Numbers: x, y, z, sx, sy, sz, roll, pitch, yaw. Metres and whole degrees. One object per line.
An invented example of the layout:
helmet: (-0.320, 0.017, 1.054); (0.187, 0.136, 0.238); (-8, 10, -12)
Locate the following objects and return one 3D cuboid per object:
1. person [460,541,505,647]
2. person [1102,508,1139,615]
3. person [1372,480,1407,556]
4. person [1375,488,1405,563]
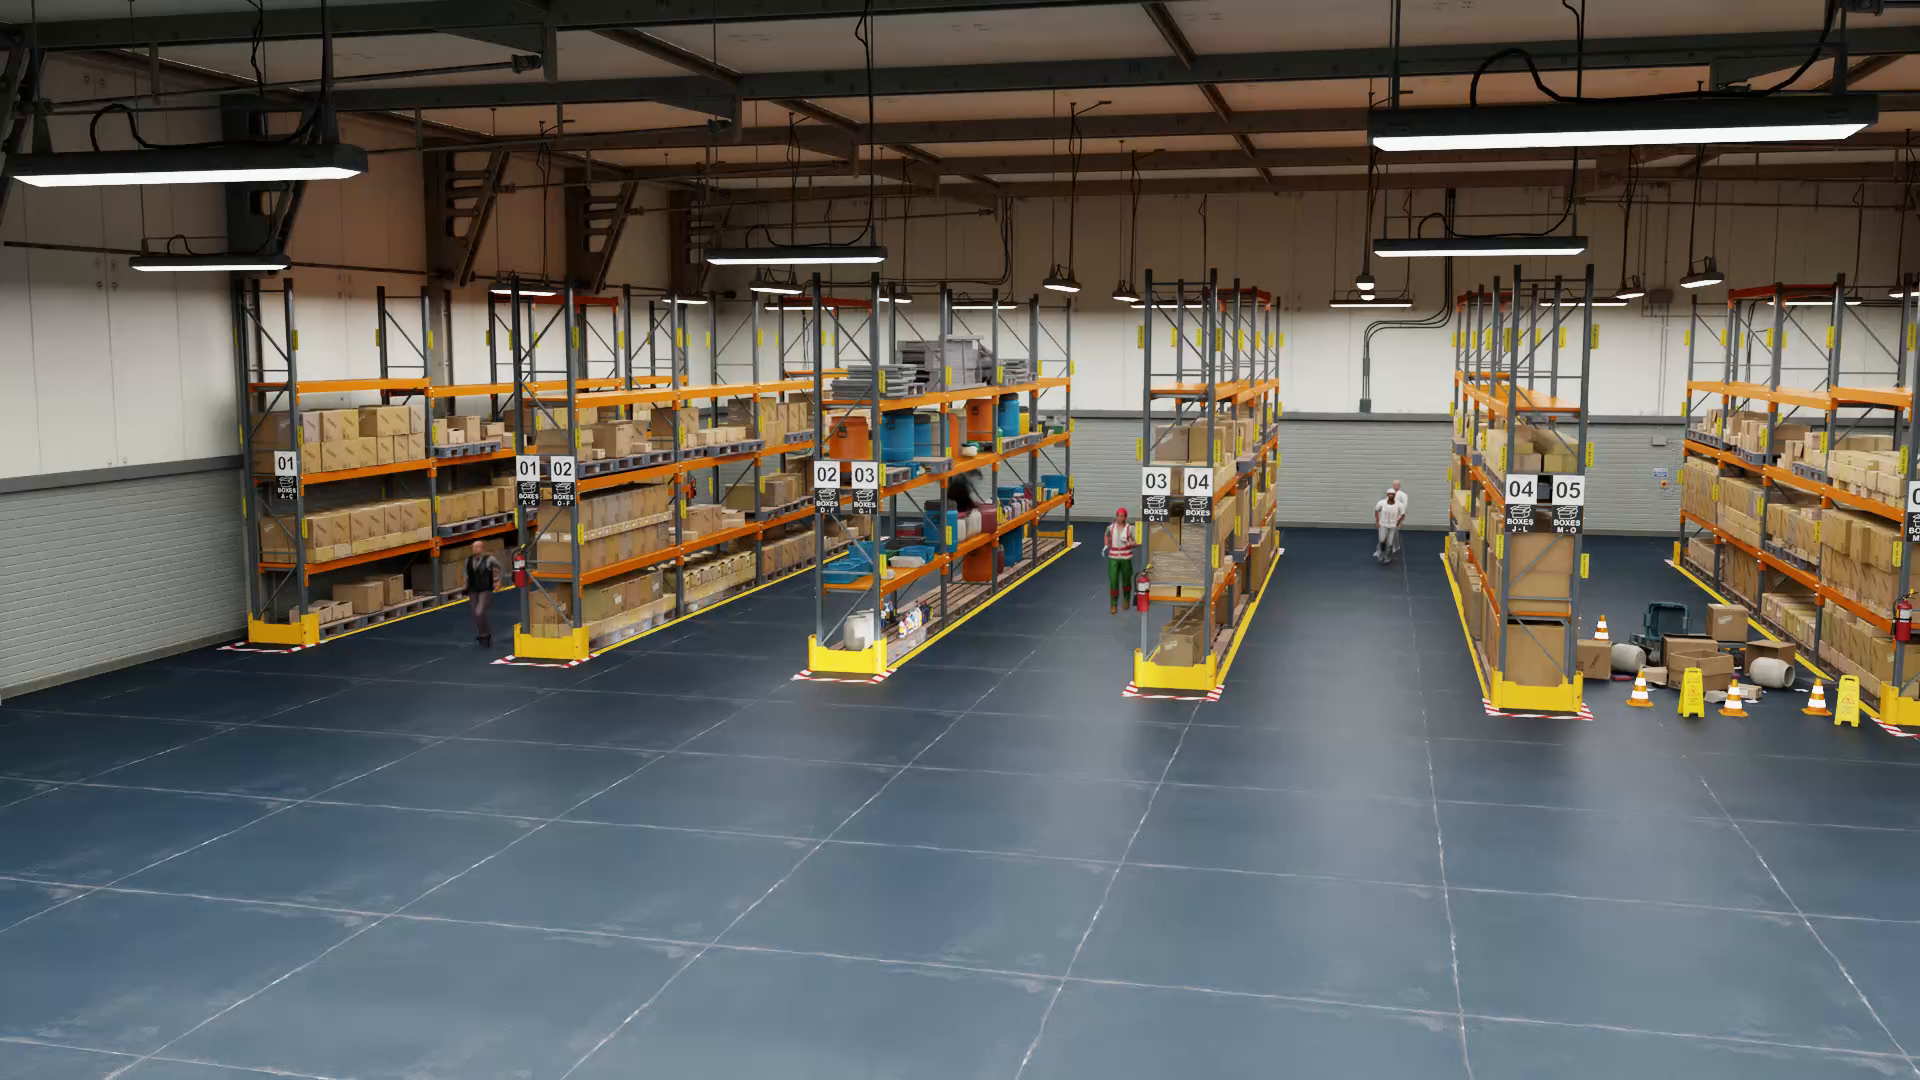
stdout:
person: (-7.884, 0.892, 27.353); (0.683, 1.774, 0.724); (2, 7, 13)
person: (2.782, 0.345, 28.801); (0.660, 1.812, 0.907); (2, 7, 13)
person: (10.156, -0.488, 38.750); (0.844, 1.808, 0.726); (-6, 9, -41)
person: (9.610, -0.301, 37.212); (0.671, 1.714, 0.645); (2, 7, 16)
